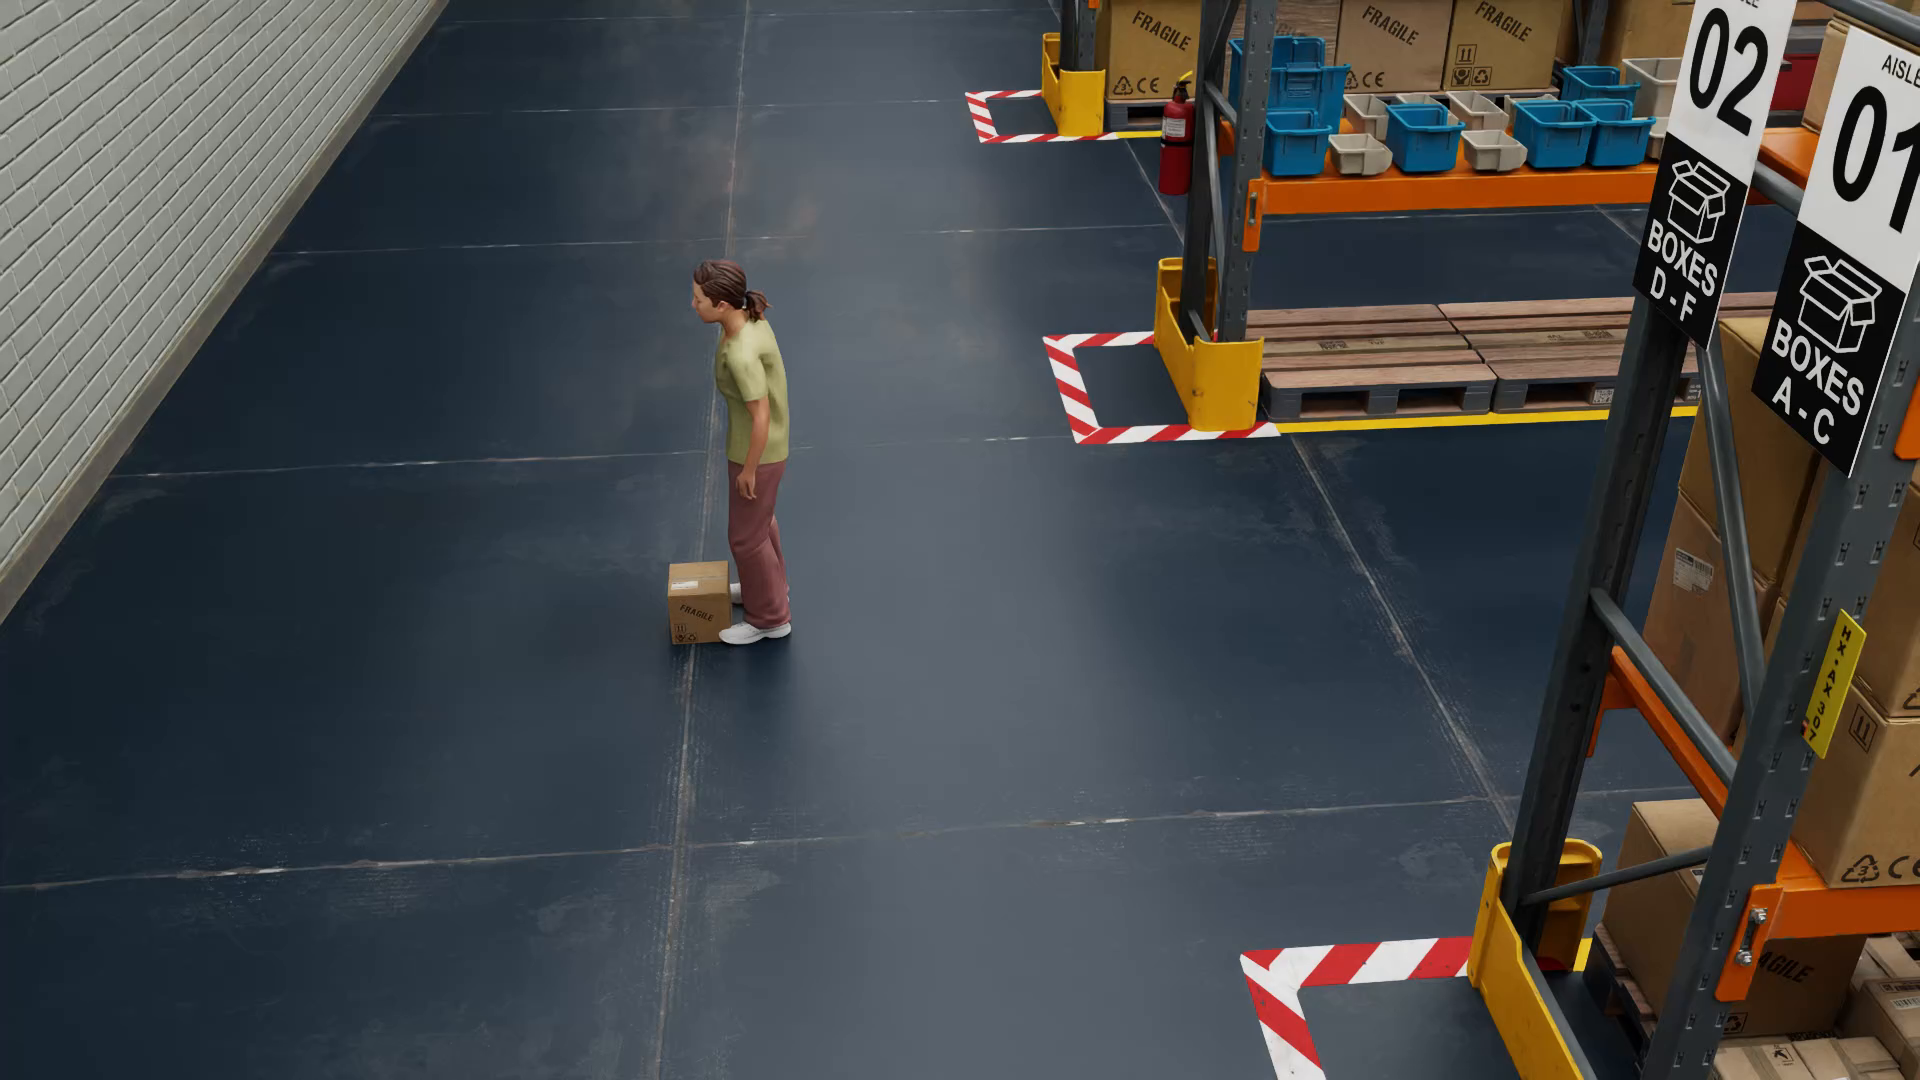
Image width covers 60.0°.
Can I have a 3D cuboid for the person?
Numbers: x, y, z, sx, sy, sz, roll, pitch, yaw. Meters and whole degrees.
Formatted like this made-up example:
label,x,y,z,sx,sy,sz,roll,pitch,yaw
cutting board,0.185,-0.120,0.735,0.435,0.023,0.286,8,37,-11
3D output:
label,x,y,z,sx,sy,sz,roll,pitch,yaw
person,-0.858,-0.357,6.723,0.353,1.672,0.508,-3,31,-6
